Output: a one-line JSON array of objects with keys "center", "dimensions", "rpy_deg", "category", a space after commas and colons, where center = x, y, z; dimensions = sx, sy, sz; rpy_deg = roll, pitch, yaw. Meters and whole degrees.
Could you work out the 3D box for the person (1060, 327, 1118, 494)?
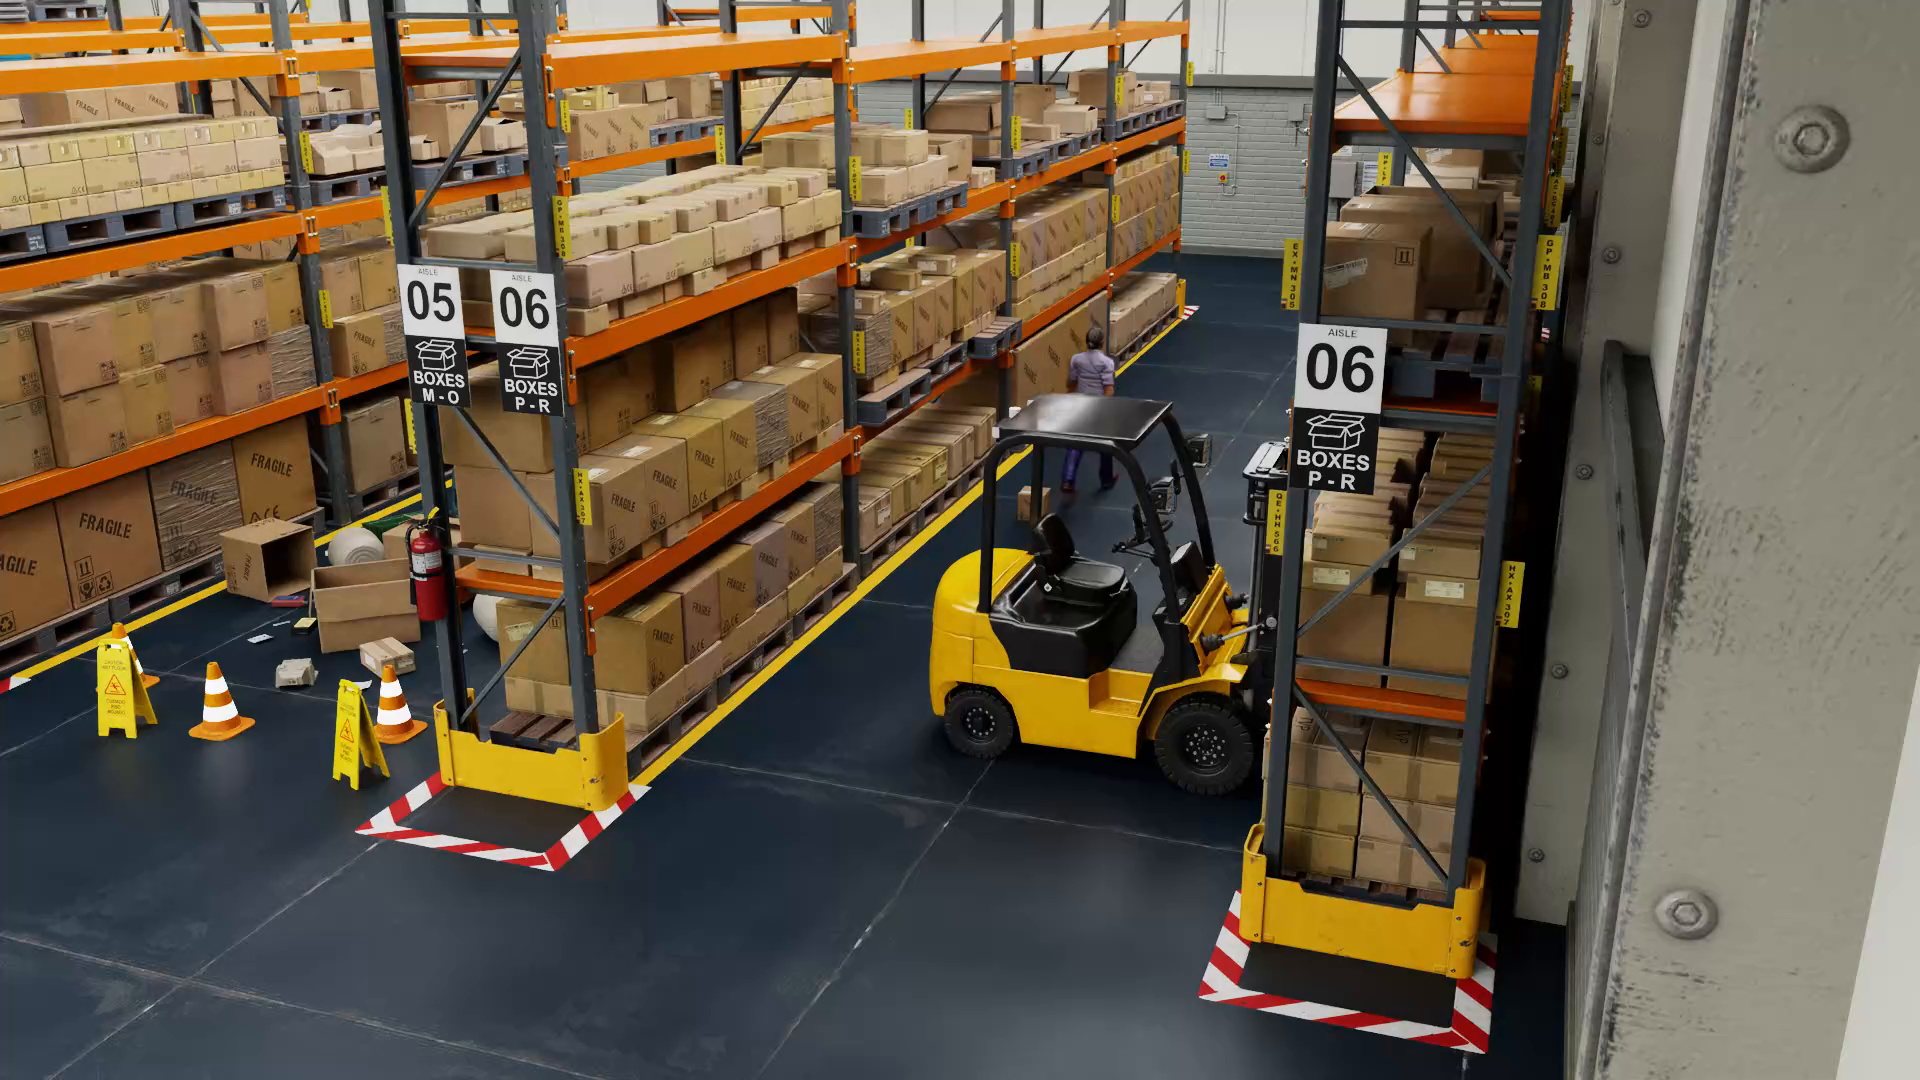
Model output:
[{"center": [1.233, -1.221, 15.660], "dimensions": [0.484, 1.598, 0.993], "rpy_deg": [7, 20, 18], "category": "person"}]
